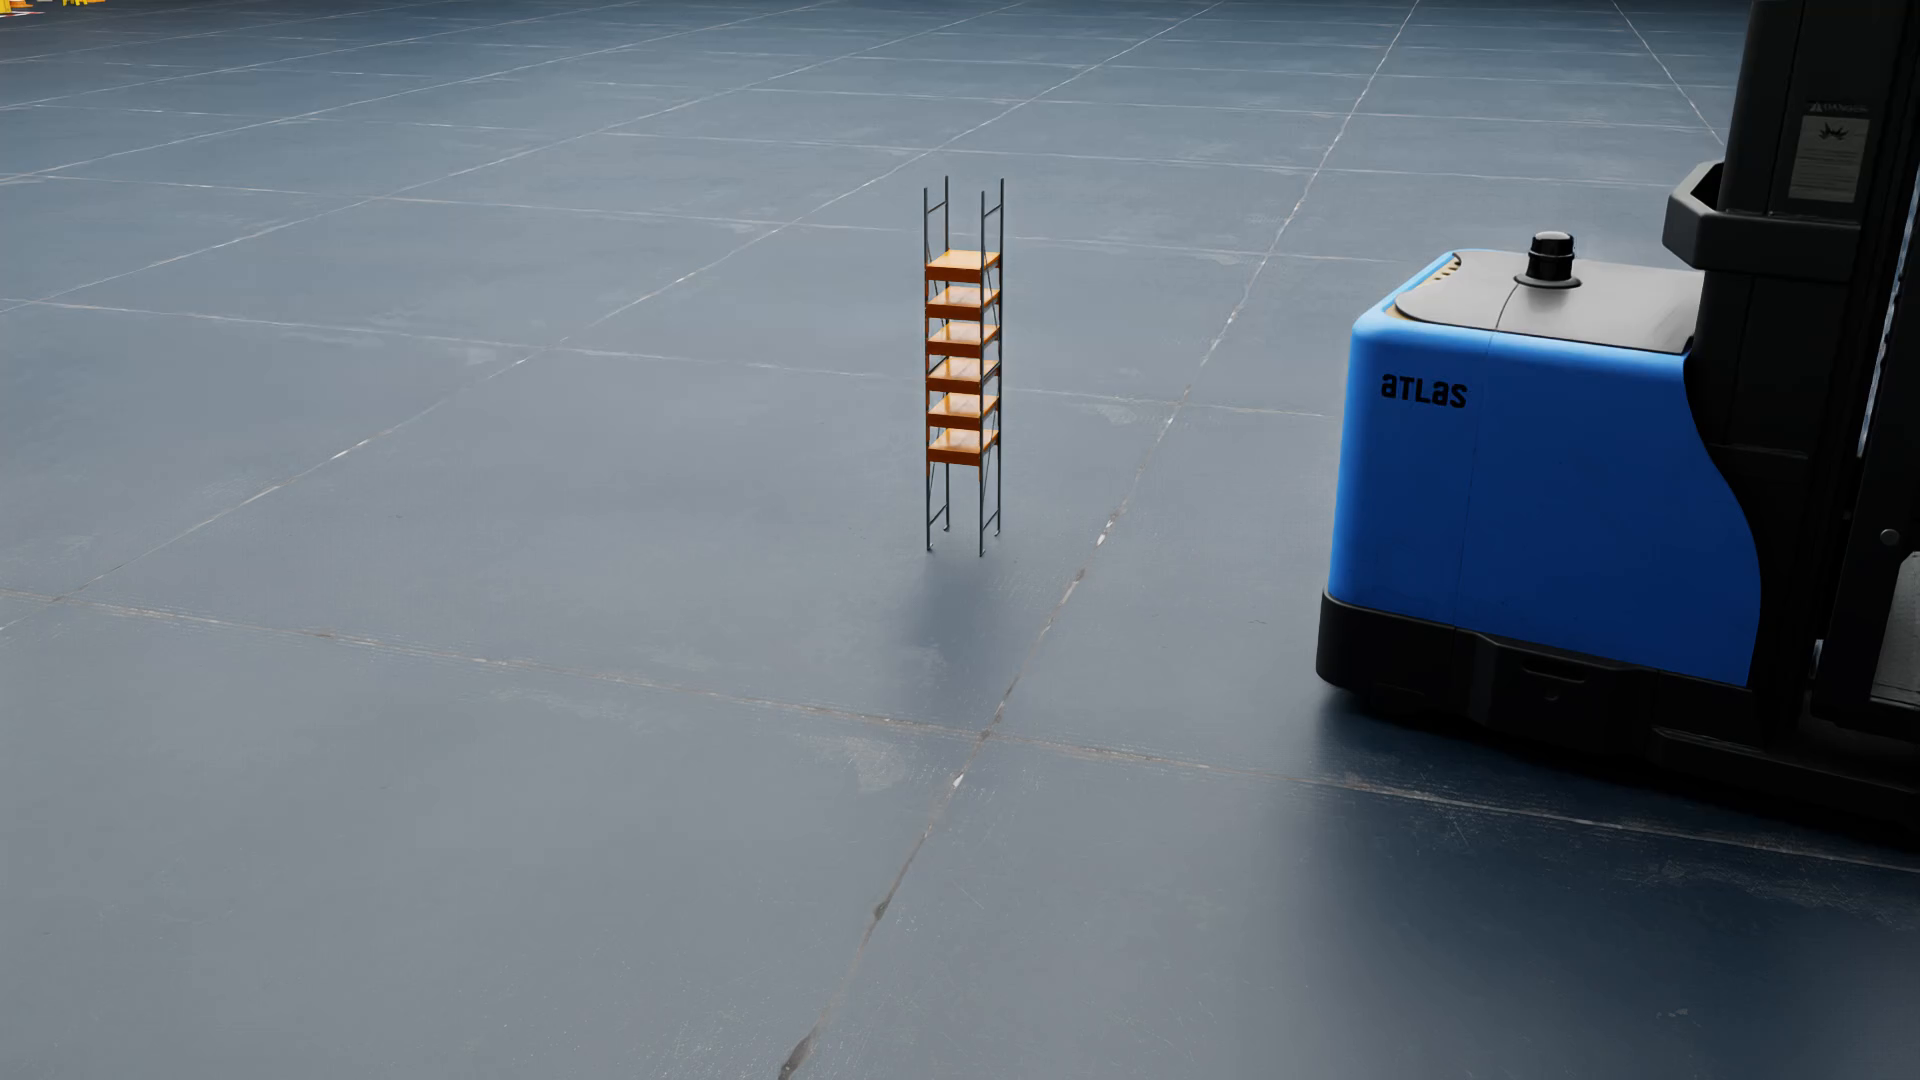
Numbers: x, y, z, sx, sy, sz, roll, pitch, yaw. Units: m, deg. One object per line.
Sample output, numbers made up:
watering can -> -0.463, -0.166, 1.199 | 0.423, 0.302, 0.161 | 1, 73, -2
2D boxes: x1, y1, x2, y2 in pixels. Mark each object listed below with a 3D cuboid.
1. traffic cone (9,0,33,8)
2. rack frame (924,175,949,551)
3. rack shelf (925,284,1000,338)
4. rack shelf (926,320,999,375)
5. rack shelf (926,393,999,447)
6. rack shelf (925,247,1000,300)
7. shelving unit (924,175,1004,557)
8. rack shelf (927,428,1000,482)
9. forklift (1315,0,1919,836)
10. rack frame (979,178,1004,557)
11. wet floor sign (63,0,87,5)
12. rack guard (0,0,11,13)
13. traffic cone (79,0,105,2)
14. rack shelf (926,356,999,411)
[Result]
traffic cone -> -14.603, -8.487, 25.701 | 0.334, 0.463, 0.336 | 7, 23, 16
rack frame -> -0.074, -0.564, 5.414 | 0.006, 1.200, 0.240 | 7, 23, 16
rack shelf -> 0.014, -0.734, 5.315 | 0.180, 0.103, 0.258 | 7, 23, 16
rack shelf -> 0.014, -0.623, 5.361 | 0.180, 0.103, 0.258 | 7, 23, 16
rack shelf -> 0.014, -0.401, 5.452 | 0.180, 0.103, 0.258 | 7, 23, 16
rack shelf -> 0.014, -0.845, 5.270 | 0.180, 0.103, 0.258 | 7, 23, 16
shelving unit -> 0.014, -0.554, 5.389 | 0.189, 1.200, 0.258 | 7, 23, 16
rack shelf -> 0.014, -0.290, 5.497 | 0.180, 0.103, 0.258 | 7, 23, 16
forklift -> 2.512, -0.802, 3.713 | 3.031, 2.935, 1.130 | 12, 25, 27
rack frame -> 0.101, -0.544, 5.365 | 0.006, 1.200, 0.240 | 7, 23, 16
wet floor sign -> -13.905, -8.713, 26.013 | 0.232, 0.644, 0.267 | 3, 22, 6
rack guard -> -14.482, -7.927, 24.288 | 0.348, 0.500, 1.175 | 7, 23, 16
traffic cone -> -13.951, -8.860, 26.611 | 0.334, 0.463, 0.336 | 7, 23, 16
rack shelf -> 0.014, -0.512, 5.406 | 0.180, 0.103, 0.258 | 7, 23, 16
